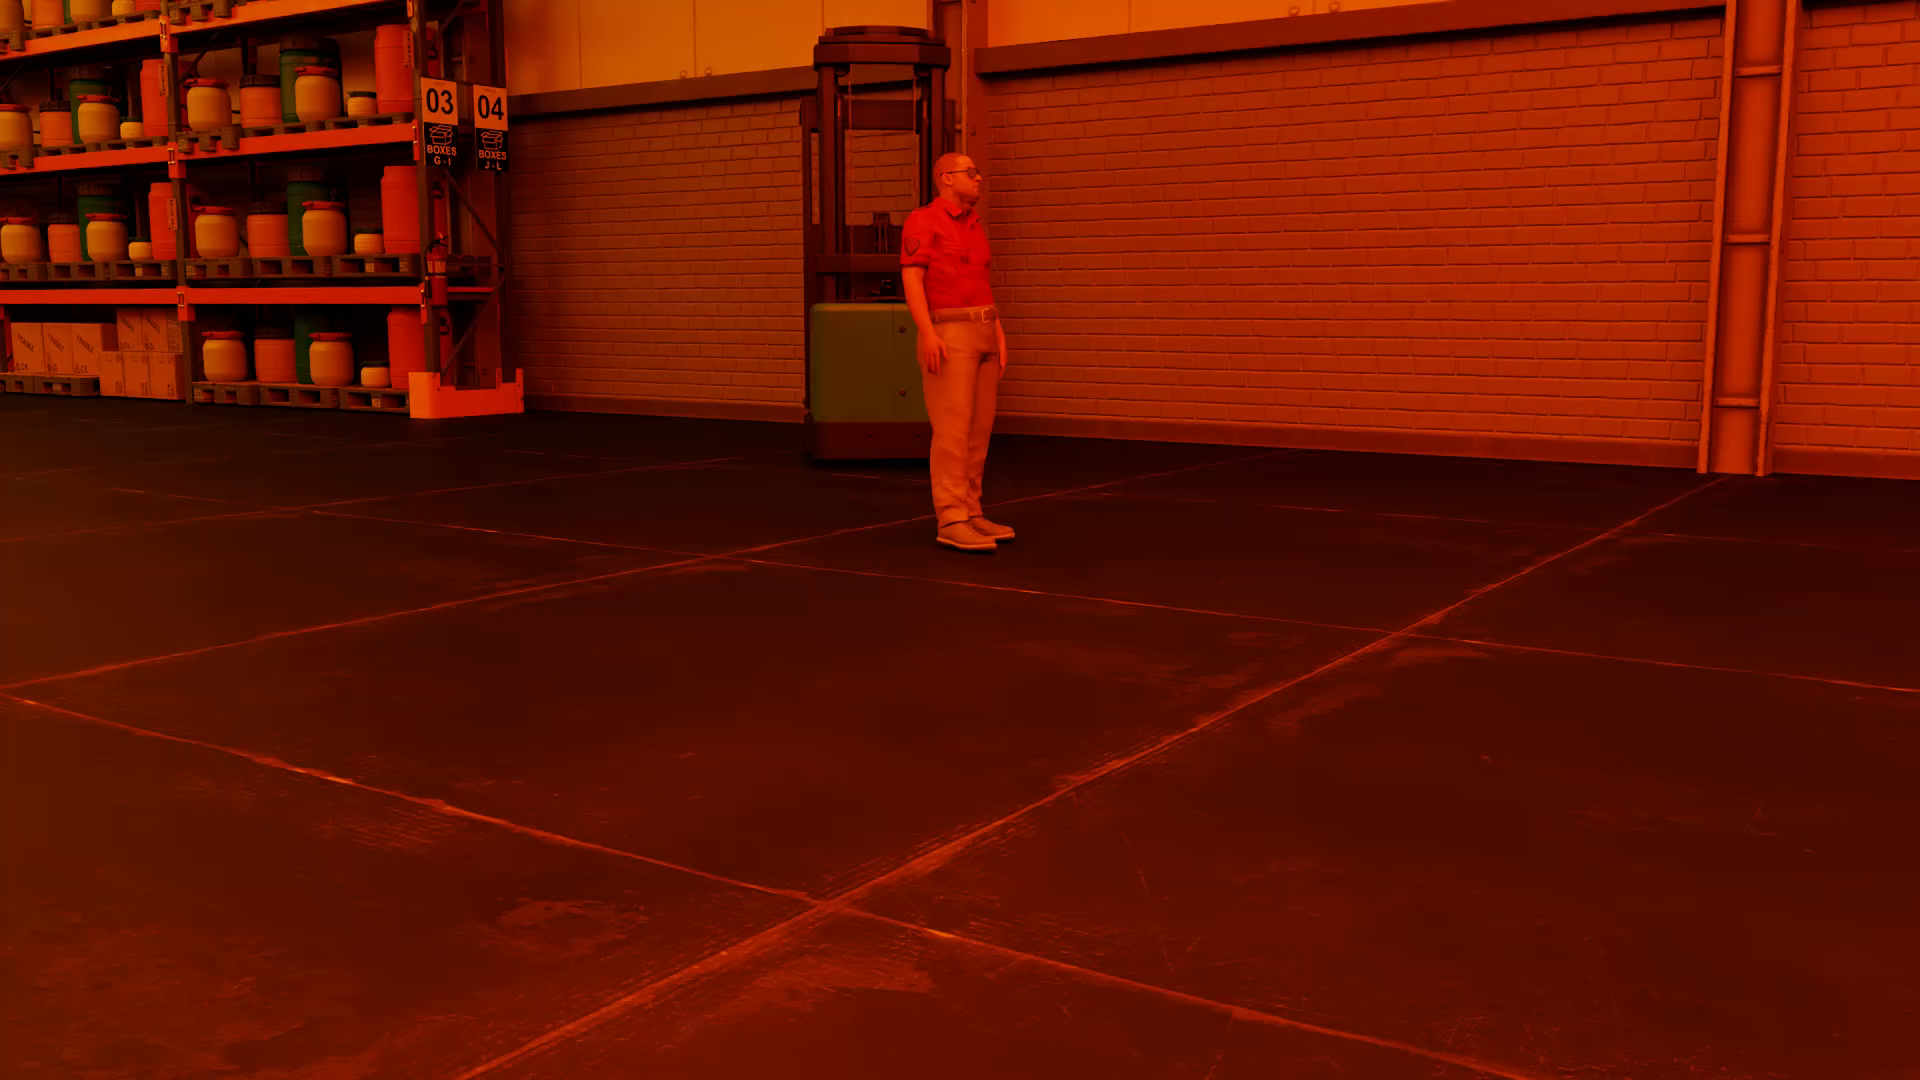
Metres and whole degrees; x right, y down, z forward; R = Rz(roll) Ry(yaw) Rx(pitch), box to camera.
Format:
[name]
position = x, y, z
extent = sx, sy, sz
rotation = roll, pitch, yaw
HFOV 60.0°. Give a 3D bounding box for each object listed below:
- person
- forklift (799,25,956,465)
[person]
position = 0.068, -0.855, 7.422
extent = 0.550, 1.727, 0.641
rotation = 5, 10, 34
[forklift]
position = -0.603, -2.121, 12.107
extent = 1.130, 2.935, 3.031
rotation = -1, 8, -7
